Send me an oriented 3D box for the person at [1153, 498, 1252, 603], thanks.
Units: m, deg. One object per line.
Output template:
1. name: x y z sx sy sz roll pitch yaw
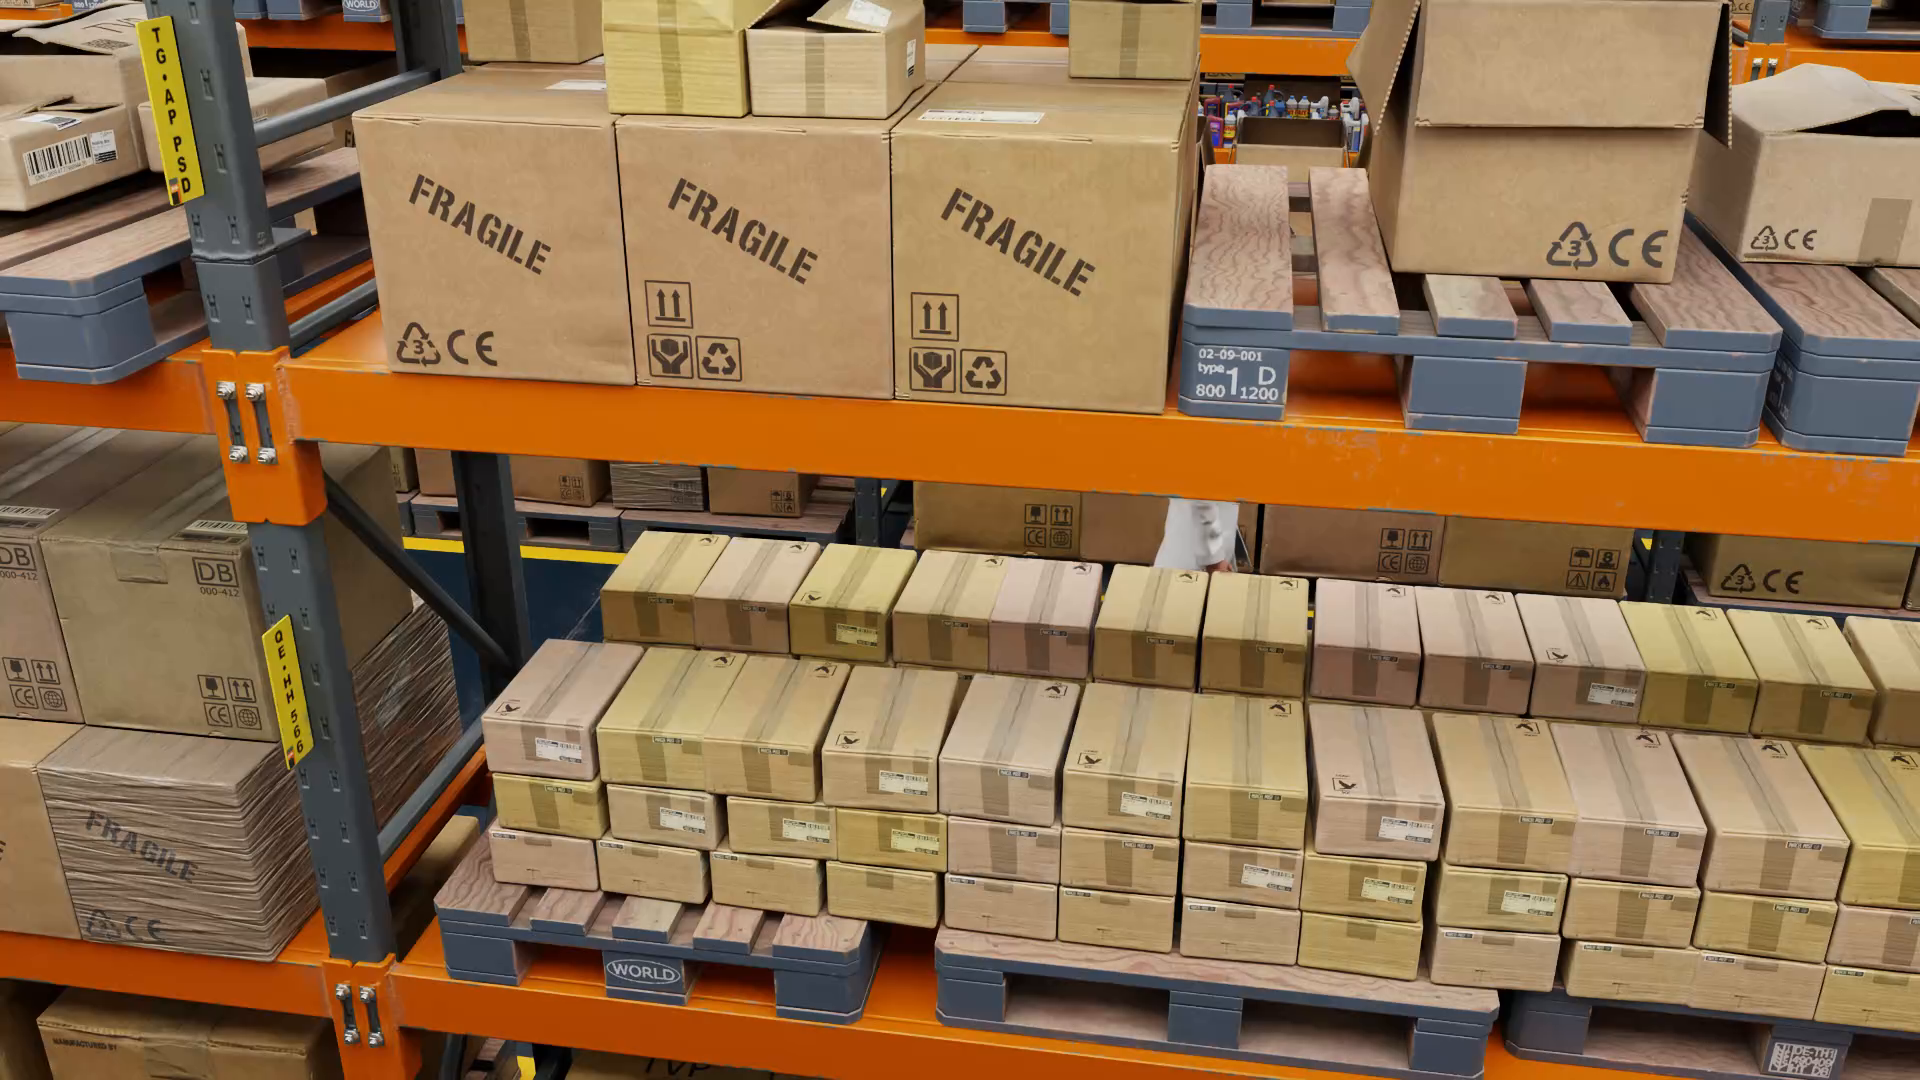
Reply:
1. person: 1.132 0.036 7.144 0.812 1.670 0.570 2 25 4
